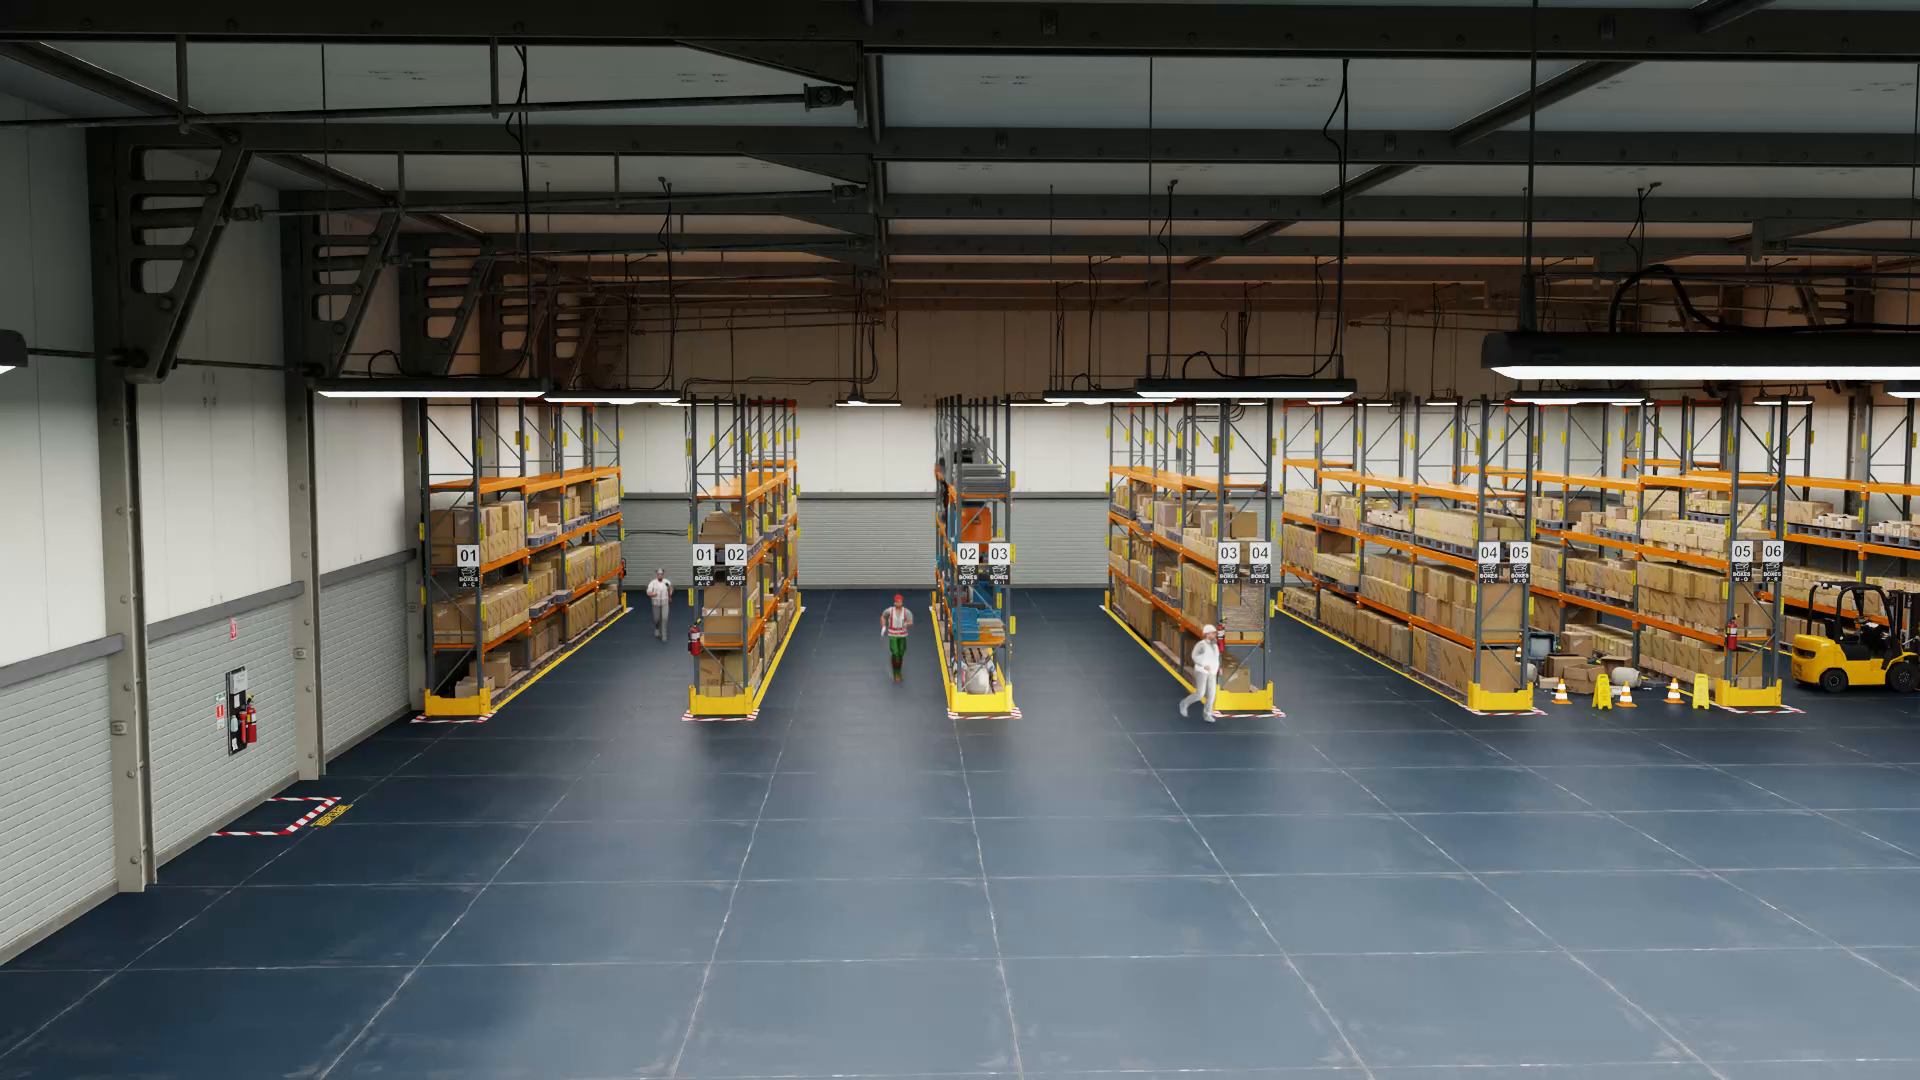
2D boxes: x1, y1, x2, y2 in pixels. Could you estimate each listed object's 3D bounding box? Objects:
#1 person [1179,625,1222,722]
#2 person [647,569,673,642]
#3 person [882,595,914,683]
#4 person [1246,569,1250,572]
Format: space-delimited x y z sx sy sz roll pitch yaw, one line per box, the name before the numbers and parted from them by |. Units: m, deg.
person | 4.549 2.438 30.687 0.731 1.745 0.814 -4 6 -39
person | -7.397 1.583 41.078 0.661 1.774 0.973 -1 5 -16
person | -1.311 2.065 35.068 0.643 1.844 0.875 -1 5 -14
person | 7.681 1.406 44.233 0.657 1.672 0.598 -1 5 -6
